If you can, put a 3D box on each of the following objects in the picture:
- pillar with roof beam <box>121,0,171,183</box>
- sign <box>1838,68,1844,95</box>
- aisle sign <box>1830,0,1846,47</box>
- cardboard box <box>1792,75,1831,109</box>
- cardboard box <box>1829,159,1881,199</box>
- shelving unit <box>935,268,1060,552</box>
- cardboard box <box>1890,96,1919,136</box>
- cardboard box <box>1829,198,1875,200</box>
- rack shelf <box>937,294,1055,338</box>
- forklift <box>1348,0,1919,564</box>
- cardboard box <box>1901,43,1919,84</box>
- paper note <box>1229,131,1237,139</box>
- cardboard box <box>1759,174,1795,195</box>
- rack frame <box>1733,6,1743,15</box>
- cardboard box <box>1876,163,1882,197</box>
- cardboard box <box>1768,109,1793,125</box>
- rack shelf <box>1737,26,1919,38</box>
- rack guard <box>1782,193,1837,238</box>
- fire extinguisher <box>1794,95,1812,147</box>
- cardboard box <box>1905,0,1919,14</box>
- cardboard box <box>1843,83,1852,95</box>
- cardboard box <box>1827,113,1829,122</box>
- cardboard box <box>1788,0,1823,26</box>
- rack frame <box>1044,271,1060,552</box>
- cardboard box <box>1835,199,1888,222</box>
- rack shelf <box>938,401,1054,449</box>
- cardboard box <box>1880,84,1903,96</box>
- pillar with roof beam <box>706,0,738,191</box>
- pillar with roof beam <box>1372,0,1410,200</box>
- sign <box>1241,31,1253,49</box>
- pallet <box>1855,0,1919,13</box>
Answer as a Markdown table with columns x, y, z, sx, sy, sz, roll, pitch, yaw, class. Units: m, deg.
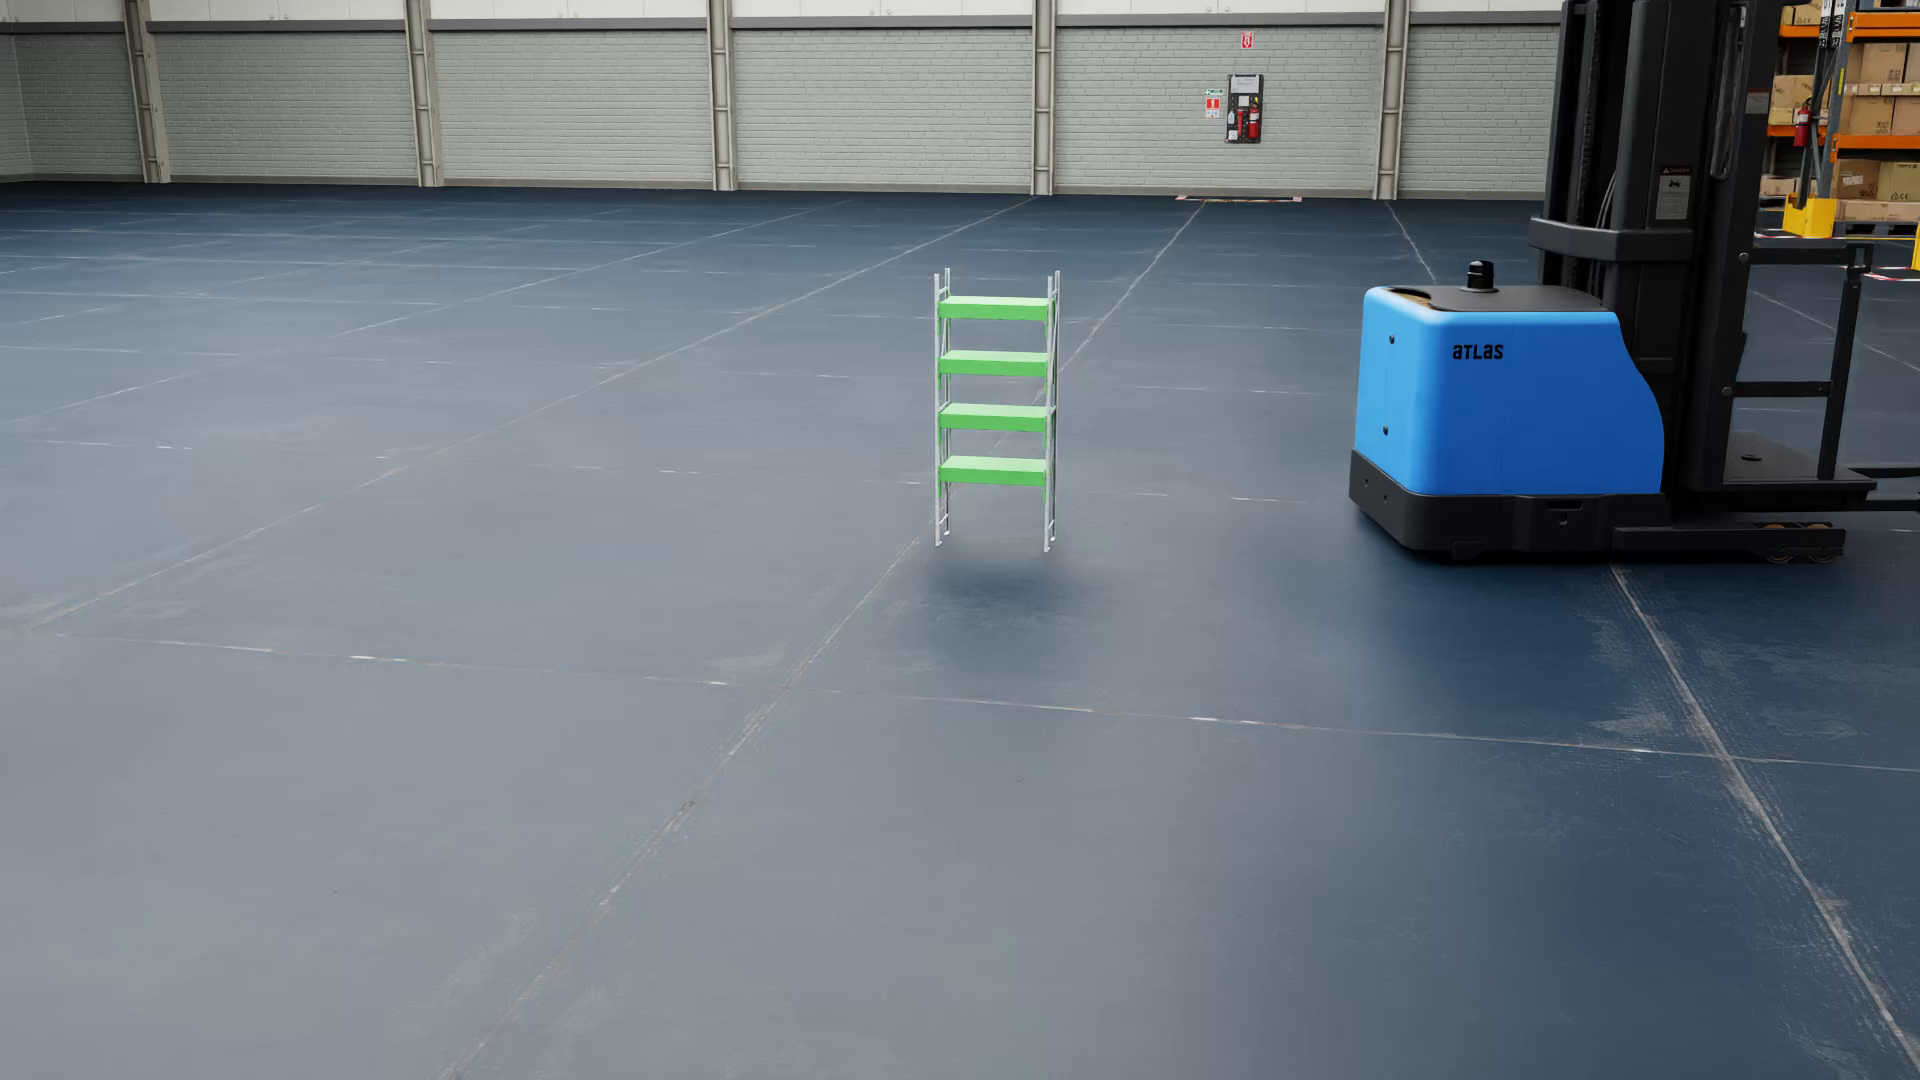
| x | y | z | sx | sy | sz | roll | pitch | yaw | class |
| --- | --- | --- | --- | --- | --- | --- | --- | --- | --- |
| -17.005 | -10.411 | 28.219 | 0.400 | 9.000 | 9.100 | 3 | 16 | 11 | pillar with roof beam |
| 11.293 | -5.875 | 21.313 | 0.005 | 0.325 | 0.100 | 3 | 16 | 11 | sign |
| 11.284 | -6.741 | 21.339 | 0.004 | 0.787 | 0.394 | 3 | 16 | 11 | aisle sign |
| 13.283 | -7.027 | 26.079 | 0.500 | 0.500 | 0.500 | 3 | 16 | 11 | cardboard box |
| 11.994 | -4.853 | 22.351 | 0.500 | 0.500 | 0.500 | 3 | 16 | 11 | cardboard box |
| 0.162 | -0.569 | 7.300 | 0.503 | 1.200 | 0.258 | 3 | 16 | 11 | shelving unit |
| 12.379 | -5.558 | 21.751 | 0.500 | 0.500 | 0.700 | 4 | 16 | 13 | cardboard box |
| 11.993 | -4.491 | 22.450 | 0.500 | 0.250 | 0.500 | 3 | 16 | 11 | cardboard box |
| 0.162 | -0.970 | 7.189 | 0.480 | 0.148 | 0.258 | 3 | 16 | 11 | rack shelf |
| 3.394 | -1.452 | 7.244 | 3.031 | 2.935 | 1.130 | -1 | 15 | -2 | forklift |
| 12.432 | -6.181 | 21.568 | 0.500 | 0.500 | 0.700 | 3 | 16 | 10 | cardboard box |
| 4.797 | -7.114 | 29.203 | 0.142 | 0.148 | 0.016 | 3 | 16 | 11 | paper note |
| 13.053 | -5.717 | 26.724 | 0.500 | 0.311 | 0.500 | 1 | 16 | 5 | cardboard box |
| 12.392 | -9.752 | 25.841 | 0.127 | 3.000 | 1.000 | 3 | 16 | 11 | rack frame |
| 14.320 | -5.726 | 26.401 | 0.500 | 0.500 | 0.700 | 2 | 16 | 8 | cardboard box |
| 12.807 | -6.689 | 26.265 | 0.500 | 0.250 | 0.500 | 3 | 16 | 9 | cardboard box |
| 14.352 | -7.853 | 25.953 | 4.000 | 0.370 | 1.077 | 3 | 16 | 11 | rack shelf |
| 11.385 | -4.361 | 22.301 | 0.348 | 0.500 | 1.175 | 3 | 16 | 11 | rack guard |
| 11.386 | -5.655 | 22.434 | 0.183 | 0.674 | 0.296 | 3 | 16 | 11 | fire extinguisher |
| 14.725 | -8.164 | 25.500 | 0.500 | 0.500 | 0.500 | 2 | 16 | 9 | cardboard box |
| 11.821 | -5.955 | 21.969 | 0.250 | 0.149 | 0.380 | 3 | 16 | 10 | cardboard box |
| 13.817 | -6.637 | 26.075 | 0.500 | 0.250 | 0.500 | 3 | 16 | 10 | cardboard box |
| 13.190 | -8.243 | 25.788 | 0.500 | 0.500 | 0.500 | 4 | 16 | 15 | cardboard box |
| 0.401 | -0.556 | 7.253 | 0.015 | 1.200 | 0.240 | 3 | 16 | 11 | rack frame |
| 11.890 | -4.355 | 21.960 | 0.500 | 0.250 | 0.500 | 3 | 16 | 11 | cardboard box |
| 0.162 | -0.508 | 7.317 | 0.480 | 0.148 | 0.258 | 3 | 16 | 11 | rack shelf |
| 12.010 | -5.835 | 21.536 | 0.250 | 0.149 | 0.380 | 3 | 16 | 10 | cardboard box |
| -5.246 | -9.772 | 25.914 | 0.400 | 9.000 | 9.100 | 3 | 16 | 11 | pillar with roof beam |
| 6.513 | -9.134 | 23.610 | 0.400 | 9.000 | 9.100 | 3 | 16 | 11 | pillar with roof beam |
| 4.969 | -8.654 | 28.773 | 0.199 | 0.298 | 0.001 | 3 | 16 | 11 | sign |
| 12.097 | -6.923 | 21.414 | 1.213 | 0.211 | 1.003 | 3 | 16 | 11 | pallet |
